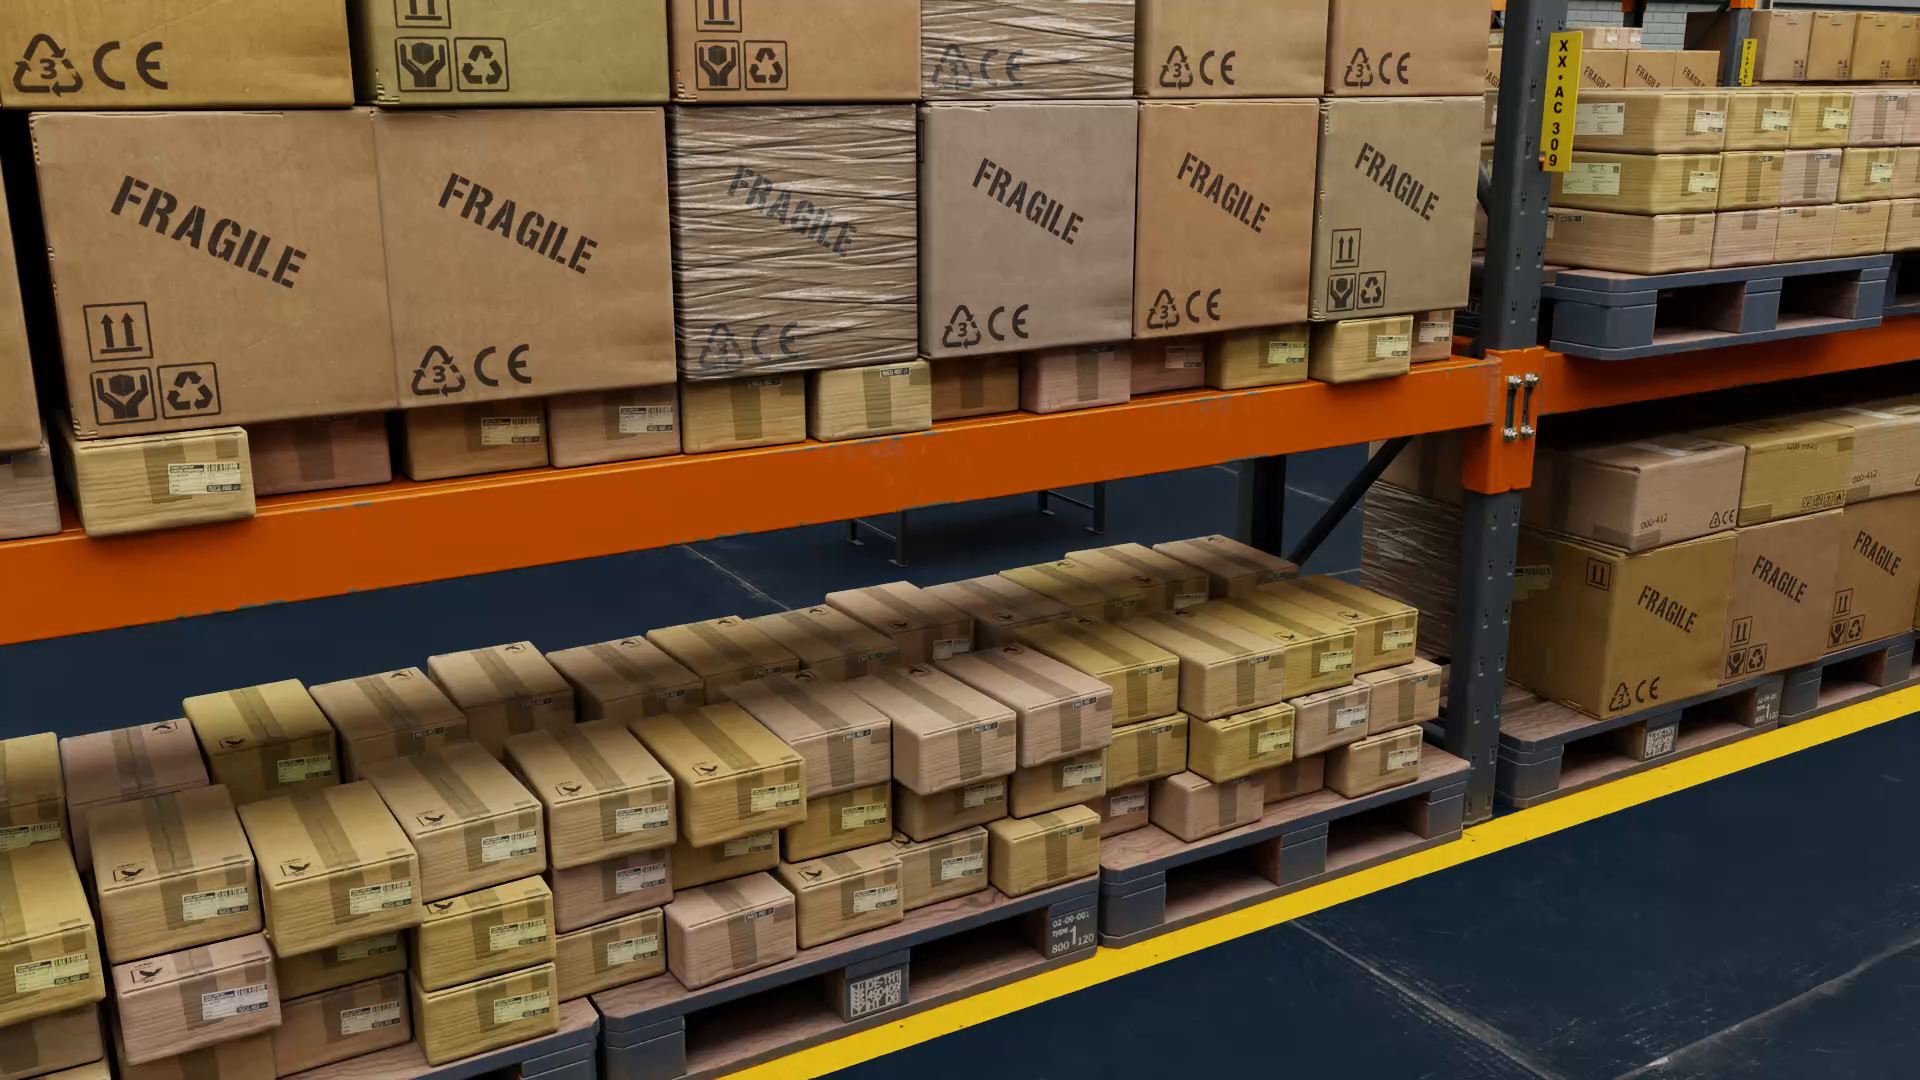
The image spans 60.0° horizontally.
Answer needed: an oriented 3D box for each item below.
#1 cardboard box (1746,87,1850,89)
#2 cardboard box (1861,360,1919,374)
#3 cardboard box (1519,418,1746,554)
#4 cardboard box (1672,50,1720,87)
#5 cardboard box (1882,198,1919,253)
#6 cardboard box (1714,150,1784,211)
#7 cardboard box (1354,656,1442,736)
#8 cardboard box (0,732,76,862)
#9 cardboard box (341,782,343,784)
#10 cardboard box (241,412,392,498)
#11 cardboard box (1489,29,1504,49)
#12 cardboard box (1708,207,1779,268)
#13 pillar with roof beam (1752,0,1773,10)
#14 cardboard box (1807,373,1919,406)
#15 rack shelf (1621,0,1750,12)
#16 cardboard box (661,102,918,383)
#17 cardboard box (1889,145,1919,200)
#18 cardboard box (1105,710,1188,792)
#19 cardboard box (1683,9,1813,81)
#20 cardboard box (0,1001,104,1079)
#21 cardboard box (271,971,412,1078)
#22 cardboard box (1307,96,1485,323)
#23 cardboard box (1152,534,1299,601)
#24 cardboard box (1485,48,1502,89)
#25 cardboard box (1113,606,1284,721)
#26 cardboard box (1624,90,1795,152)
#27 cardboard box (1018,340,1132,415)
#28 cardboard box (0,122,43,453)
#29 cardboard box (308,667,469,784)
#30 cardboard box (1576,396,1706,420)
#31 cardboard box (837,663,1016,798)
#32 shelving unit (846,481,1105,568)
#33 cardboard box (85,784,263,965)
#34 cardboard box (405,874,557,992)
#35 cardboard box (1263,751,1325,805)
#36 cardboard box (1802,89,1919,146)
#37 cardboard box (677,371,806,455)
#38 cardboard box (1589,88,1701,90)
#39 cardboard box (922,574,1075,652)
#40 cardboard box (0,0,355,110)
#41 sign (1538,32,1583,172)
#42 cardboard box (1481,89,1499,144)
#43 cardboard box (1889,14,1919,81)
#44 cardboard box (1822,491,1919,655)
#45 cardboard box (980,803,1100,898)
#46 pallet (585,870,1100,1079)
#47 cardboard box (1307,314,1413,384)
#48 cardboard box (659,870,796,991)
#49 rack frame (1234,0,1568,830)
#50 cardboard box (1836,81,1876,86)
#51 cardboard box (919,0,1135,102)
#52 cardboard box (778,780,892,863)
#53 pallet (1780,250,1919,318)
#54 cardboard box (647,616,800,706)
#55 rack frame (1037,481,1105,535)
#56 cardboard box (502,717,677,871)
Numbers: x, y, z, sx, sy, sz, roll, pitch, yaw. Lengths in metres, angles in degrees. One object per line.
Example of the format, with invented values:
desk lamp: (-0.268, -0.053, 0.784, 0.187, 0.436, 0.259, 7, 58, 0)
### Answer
cardboard box: (2.761, -1.458, 5.639, 0.250, 0.149, 0.380, -10, 18, -30)
cardboard box: (3.448, -0.576, 6.371, 0.500, 0.250, 0.500, -9, 18, -30)
cardboard box: (1.939, -0.172, 4.929, 0.500, 0.250, 0.500, -10, 19, -32)
cardboard box: (5.114, -3.290, 12.075, 0.500, 0.500, 0.500, -10, 18, -31)
cardboard box: (2.629, -0.944, 4.908, 0.250, 0.149, 0.380, -10, 19, -32)
cardboard box: (1.966, -0.980, 4.484, 0.250, 0.149, 0.380, -10, 18, -31)
cardboard box: (1.064, 0.374, 4.471, 0.250, 0.149, 0.380, -9, 18, -29)
cardboard box: (-1.936, 0.537, 3.337, 0.250, 0.149, 0.380, -9, 18, -29)
cardboard box: (-1.226, 0.587, 3.711, 0.250, 0.149, 0.380, -9, 18, -30)
cardboard box: (-1.206, -0.201, 3.033, 0.250, 0.149, 0.380, -8, 18, -27)
cardboard box: (3.928, -3.561, 11.841, 0.250, 0.149, 0.380, -8, 18, -27)
cardboard box: (1.979, -0.840, 4.537, 0.250, 0.149, 0.380, -9, 18, -29)
pillar with roof beam: (12.560, -7.556, 17.694, 0.400, 9.000, 9.100, -9, 18, -30)
cardboard box: (3.276, -0.391, 5.710, 0.500, 0.250, 0.500, -9, 18, -28)
rack shelf: (3.677, -3.834, 11.305, 4.000, 0.370, 1.077, -9, 18, -30)
cardboard box: (-0.426, -0.622, 3.336, 0.500, 0.500, 0.500, -10, 18, -31)
cardboard box: (2.639, -1.090, 4.878, 0.250, 0.149, 0.380, -8, 18, -27)
cardboard box: (0.352, 0.468, 4.136, 0.250, 0.149, 0.380, -9, 18, -29)
cardboard box: (5.880, -3.698, 12.455, 0.500, 0.500, 0.700, -9, 18, -30)
cardboard box: (-1.678, 0.799, 2.954, 0.250, 0.149, 0.380, -8, 18, -27)
cardboard box: (-1.253, 0.866, 3.268, 0.250, 0.149, 0.380, -9, 18, -29)
cardboard box: (0.901, -0.829, 4.075, 0.500, 0.500, 0.500, -9, 18, -30)
cardboard box: (0.768, 0.113, 4.849, 0.250, 0.149, 0.380, -8, 18, -27)
cardboard box: (3.362, -3.010, 11.075, 0.500, 0.500, 0.500, -9, 18, -29)
cardboard box: (0.591, 0.304, 4.169, 0.250, 0.149, 0.380, -9, 18, -30)
cardboard box: (1.980, -1.127, 4.457, 0.250, 0.149, 0.380, -9, 18, -28)
cardboard box: (0.170, -0.397, 3.733, 0.250, 0.149, 0.380, -10, 19, -32)
cardboard box: (-1.732, -0.404, 2.559, 0.500, 0.500, 0.500, -8, 18, -27)
cardboard box: (-1.279, 0.429, 3.724, 0.250, 0.149, 0.380, -10, 19, -32)
cardboard box: (2.126, -0.361, 5.603, 0.500, 0.250, 0.500, -8, 18, -27)
cardboard box: (-0.081, 0.421, 3.751, 0.250, 0.149, 0.380, -10, 18, -32)
shelving unit: (0.073, -0.734, 7.250, 1.048, 1.500, 0.538, -9, 18, -30)
cardboard box: (-1.460, 0.609, 3.081, 0.250, 0.149, 0.380, -9, 18, -29)
cardboard box: (-0.974, 0.709, 3.275, 0.250, 0.149, 0.380, -9, 18, -28)
cardboard box: (0.743, 0.550, 4.394, 0.250, 0.149, 0.380, -9, 18, -28)
cardboard box: (2.636, -1.232, 4.832, 0.250, 0.149, 0.380, -9, 18, -30)
cardboard box: (-0.501, -0.291, 3.358, 0.250, 0.149, 0.380, -8, 18, -28)
cardboard box: (2.091, -1.349, 5.249, 0.250, 0.149, 0.380, -9, 18, -30)
cardboard box: (0.098, 0.226, 4.448, 0.250, 0.149, 0.380, -10, 18, -31)
cardboard box: (-1.308, -0.960, 2.688, 0.500, 0.500, 0.500, -9, 18, -28)
sign: (1.456, -1.063, 4.041, 0.005, 0.325, 0.100, -9, 18, -30)
cardboard box: (1.413, -1.239, 4.859, 0.250, 0.149, 0.380, -8, 18, -27)
cardboard box: (7.174, -3.921, 13.250, 0.500, 0.500, 0.700, -9, 18, -30)
cardboard box: (2.835, 0.040, 5.564, 0.500, 0.500, 0.500, -9, 18, -29)
cardboard box: (0.122, 0.677, 3.941, 0.250, 0.149, 0.380, -9, 18, -30)
pallet: (-0.435, 0.844, 4.007, 1.213, 0.211, 1.003, -9, 18, -30)
cardboard box: (0.881, -0.495, 4.083, 0.250, 0.149, 0.380, -10, 18, -31)
cardboard box: (-0.550, 0.784, 3.561, 0.250, 0.149, 0.380, -10, 19, -32)
rack frame: (1.170, -0.771, 4.601, 0.127, 3.000, 1.000, -9, 18, -30)
cardboard box: (6.768, -3.344, 13.045, 0.500, 0.500, 0.500, -9, 18, -30)
cardboard box: (0.020, -1.175, 3.454, 0.500, 0.500, 0.500, -9, 18, -28)
cardboard box: (-0.347, 0.568, 3.780, 0.250, 0.149, 0.380, -8, 18, -27)
pallet: (2.923, -0.950, 5.595, 1.213, 0.211, 1.003, -9, 18, -30)
cardboard box: (-0.585, 0.325, 4.096, 0.250, 0.149, 0.380, -9, 18, -29)
rack frame: (0.509, -0.805, 7.502, 0.032, 1.500, 0.500, -9, 18, -30)
cardboard box: (-0.766, 0.514, 3.421, 0.250, 0.149, 0.380, -8, 18, -28)
